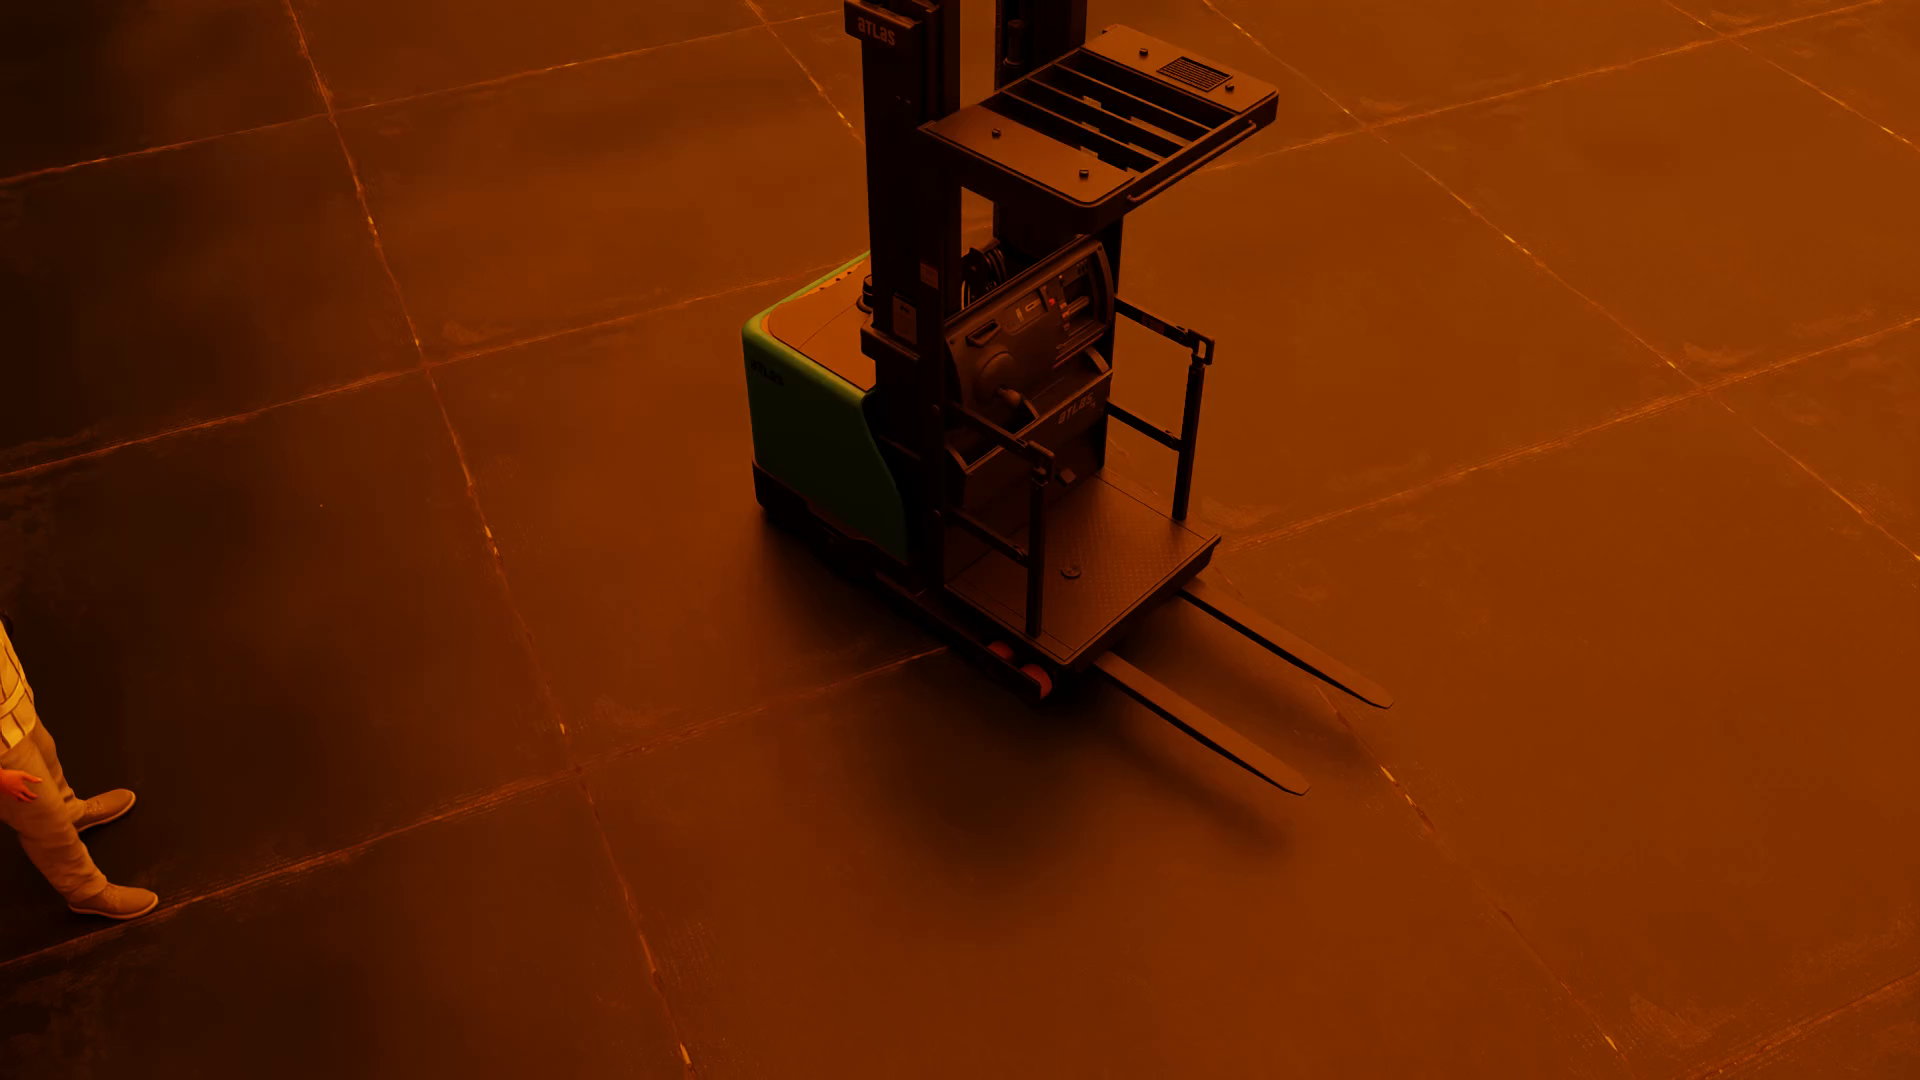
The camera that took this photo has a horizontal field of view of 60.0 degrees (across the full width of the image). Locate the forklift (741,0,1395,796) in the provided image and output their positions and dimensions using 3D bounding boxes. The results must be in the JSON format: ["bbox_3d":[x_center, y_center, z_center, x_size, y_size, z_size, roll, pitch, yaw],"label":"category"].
[{"bbox_3d":[0.445,-0.788,6.525,3.031,2.935,1.130,32,52,30],"label":"forklift"}]

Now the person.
[{"bbox_3d":[-3.384,0.640,5.863,0.482,1.755,0.674,-16,45,-17],"label":"person"}]
